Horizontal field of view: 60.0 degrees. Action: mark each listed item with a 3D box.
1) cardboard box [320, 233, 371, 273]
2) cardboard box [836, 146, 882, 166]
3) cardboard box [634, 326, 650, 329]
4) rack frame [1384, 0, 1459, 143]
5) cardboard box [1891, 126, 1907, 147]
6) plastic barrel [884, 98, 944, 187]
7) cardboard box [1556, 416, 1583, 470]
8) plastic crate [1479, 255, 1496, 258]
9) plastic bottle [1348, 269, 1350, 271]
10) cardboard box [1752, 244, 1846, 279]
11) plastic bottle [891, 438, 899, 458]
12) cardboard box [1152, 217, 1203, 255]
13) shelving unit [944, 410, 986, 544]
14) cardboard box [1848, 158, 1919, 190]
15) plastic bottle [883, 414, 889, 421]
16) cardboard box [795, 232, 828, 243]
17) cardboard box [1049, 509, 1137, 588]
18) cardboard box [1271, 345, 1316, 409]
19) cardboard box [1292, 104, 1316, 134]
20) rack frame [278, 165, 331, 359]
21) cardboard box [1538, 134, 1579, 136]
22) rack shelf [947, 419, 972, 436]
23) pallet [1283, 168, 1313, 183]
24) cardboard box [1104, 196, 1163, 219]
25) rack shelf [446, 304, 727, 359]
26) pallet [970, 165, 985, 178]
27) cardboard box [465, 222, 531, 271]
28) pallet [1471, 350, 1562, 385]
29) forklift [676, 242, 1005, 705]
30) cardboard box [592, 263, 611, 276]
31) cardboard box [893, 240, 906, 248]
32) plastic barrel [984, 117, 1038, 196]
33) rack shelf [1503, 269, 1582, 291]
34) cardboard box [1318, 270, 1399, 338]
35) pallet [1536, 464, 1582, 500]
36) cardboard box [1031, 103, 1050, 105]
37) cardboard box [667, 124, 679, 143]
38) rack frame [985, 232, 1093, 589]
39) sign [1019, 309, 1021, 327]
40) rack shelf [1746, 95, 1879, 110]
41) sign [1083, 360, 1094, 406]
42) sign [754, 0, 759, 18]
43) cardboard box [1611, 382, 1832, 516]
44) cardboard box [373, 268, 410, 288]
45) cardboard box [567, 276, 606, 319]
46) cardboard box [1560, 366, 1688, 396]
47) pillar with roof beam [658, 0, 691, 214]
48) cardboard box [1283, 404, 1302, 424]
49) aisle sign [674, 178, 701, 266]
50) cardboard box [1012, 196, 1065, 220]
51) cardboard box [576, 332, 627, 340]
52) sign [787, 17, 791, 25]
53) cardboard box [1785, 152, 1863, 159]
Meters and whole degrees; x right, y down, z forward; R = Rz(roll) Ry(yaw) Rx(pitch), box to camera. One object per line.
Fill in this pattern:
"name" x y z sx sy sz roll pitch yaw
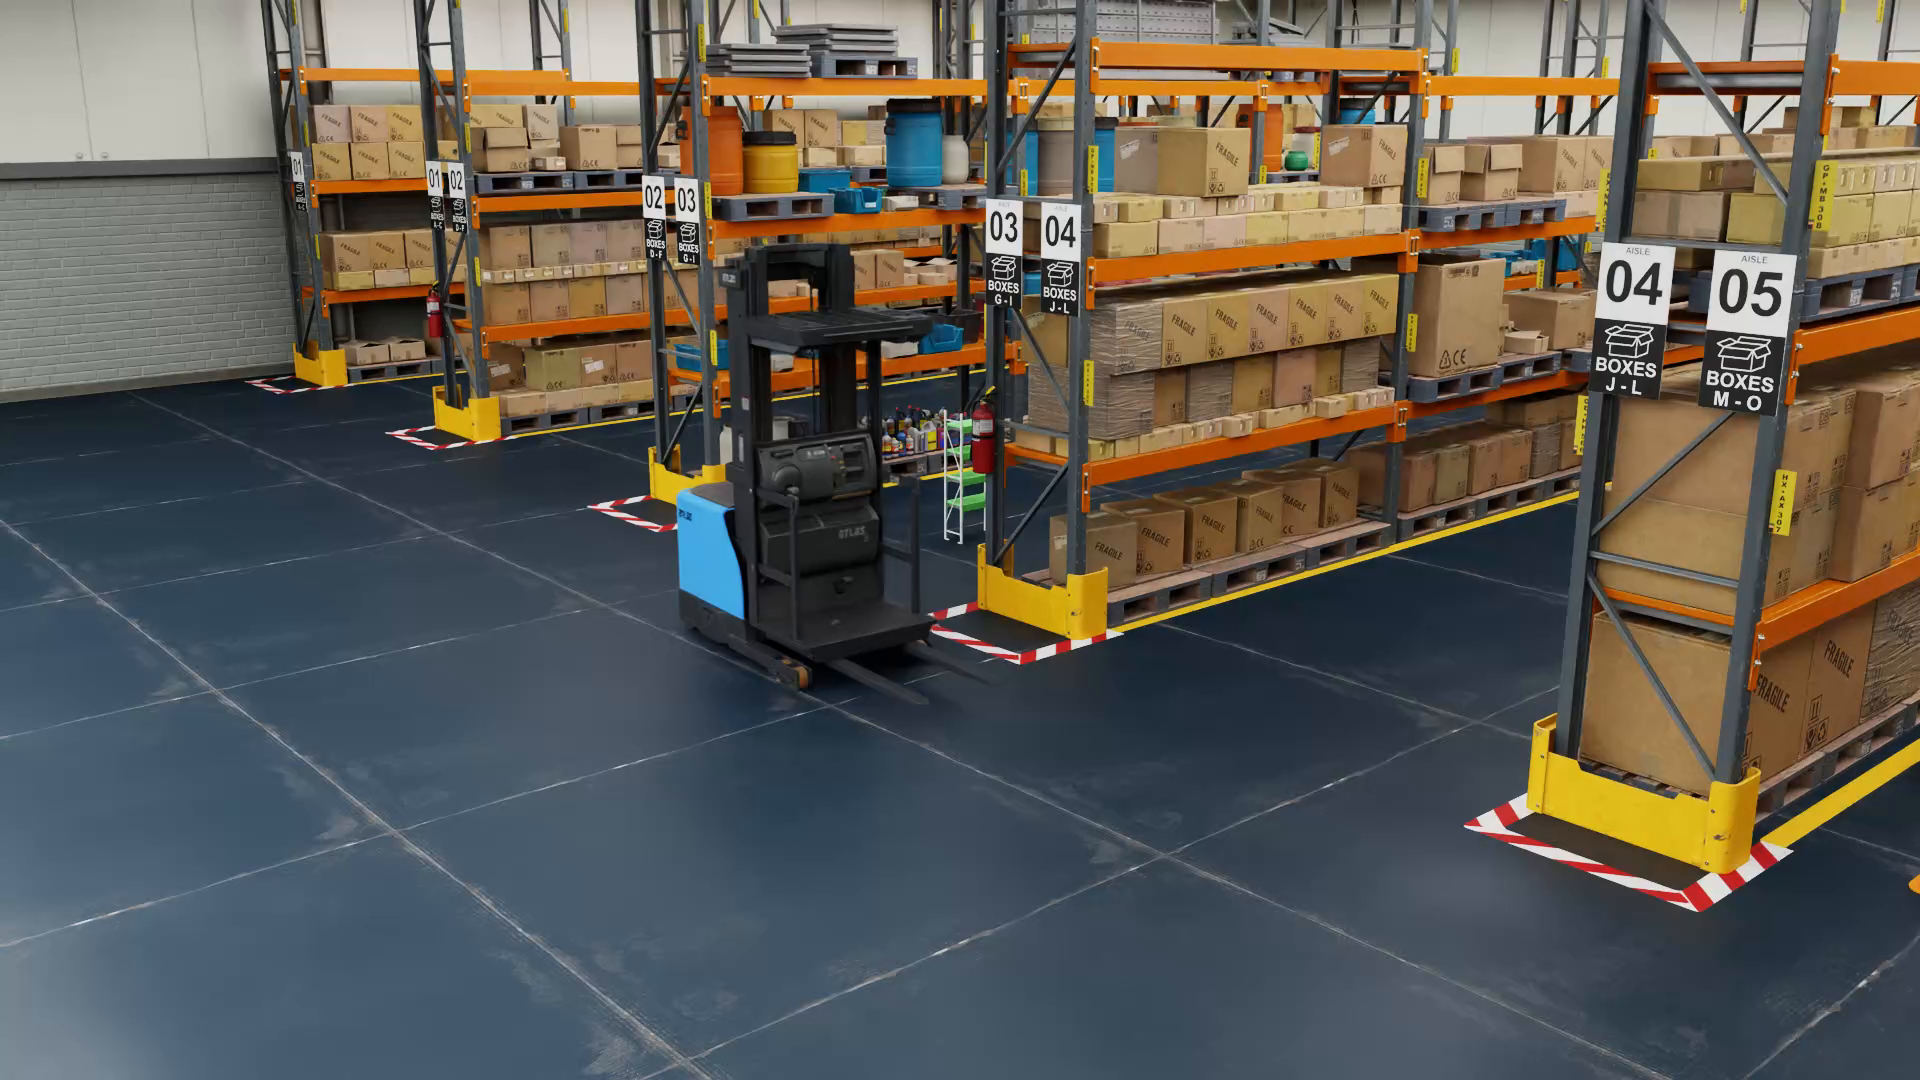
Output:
"cardboard box" -8.628 -4.037 23.350 0.500 0.500 0.500 -13 19 -39
"cardboard box" -1.430 -5.321 23.022 0.500 0.250 0.500 14 20 42
"cardboard box" -5.266 -3.623 26.993 0.500 0.500 0.700 -13 20 -40
"rack frame" 6.371 -6.718 22.962 0.127 3.000 1.000 -13 19 -39
"cardboard box" 11.779 -5.111 21.559 0.500 0.500 0.700 -14 20 -41
"plastic barrel" -0.485 -4.211 17.604 0.708 0.901 0.600 -13 19 -39
"cardboard box" 6.112 -1.065 17.416 0.500 0.500 0.700 -14 20 -42
"plastic crate" 7.993 -4.244 25.536 0.300 0.233 0.416 -13 19 -39
"plastic bottle" 5.496 -3.693 23.505 0.135 0.276 0.152 -13 19 -39
"cardboard box" 4.219 -1.414 8.399 0.250 0.149 0.380 -12 19 -39
"plastic bottle" -0.701 -0.986 17.697 0.097 0.201 0.097 0 15 0
"cardboard box" 1.488 -2.319 12.597 0.500 0.250 0.500 -13 20 -41
"shelving unit" 0.125 -0.608 15.200 0.503 1.200 0.258 -13 19 -39
"cardboard box" 4.978 -1.971 8.937 0.250 0.149 0.380 -13 20 -40
"plastic bottle" -0.840 -1.257 18.553 0.133 0.283 0.061 -12 19 -37
"cardboard box" -2.615 -5.305 28.488 0.500 0.500 0.500 -12 19 -38
"cardboard box" 1.052 0.080 13.169 0.500 0.500 0.500 -9 17 -29
"cardboard box" 2.496 -1.446 14.080 0.500 0.500 0.875 -13 19 -39
"cardboard box" 5.763 -7.352 29.019 0.500 0.500 0.700 -13 19 -39
"rack frame" -9.185 -3.715 23.347 0.127 3.000 1.000 -13 19 -39
"cardboard box" 6.081 -3.887 17.015 0.500 0.500 0.500 -12 19 -39
"rack shelf" 0.125 -1.010 15.093 0.480 0.148 0.258 -13 19 -39
"pallet" 4.990 -4.833 22.084 1.213 0.211 1.003 -13 19 -39
"cardboard box" 1.298 -2.485 12.447 0.250 0.149 0.380 -13 20 -40
"rack shelf" -4.422 -2.743 21.100 4.000 0.370 1.077 -13 19 -39
"pallet" -0.349 -5.332 23.954 1.003 0.211 1.213 -12 19 -37
"cardboard box" -5.530 -3.512 19.879 0.500 0.500 0.700 -13 19 -39
"pallet" 5.138 -1.742 16.329 1.213 0.211 1.003 -13 19 -39
"forklift" -0.873 -0.527 11.543 1.130 2.935 3.031 -11 18 -35
"cardboard box" -4.523 -3.356 20.552 0.250 0.149 0.380 -13 20 -40
"cardboard box" -1.189 -5.317 29.793 0.250 0.149 0.380 -13 20 -41
"plastic barrel" 0.577 -4.284 18.692 0.708 0.901 0.600 -13 19 -39
"rack shelf" 7.880 -3.811 25.098 4.000 0.370 1.077 -13 19 -39
"cardboard box" 3.428 -2.045 14.387 0.500 0.500 0.500 -13 19 -39
"pallet" 6.014 -0.698 17.455 1.213 0.211 1.003 -13 19 -39
"cardboard box" 1.342 -7.978 31.321 0.500 0.500 0.500 -12 19 -39
"cardboard box" -3.466 -5.163 21.676 0.500 0.500 0.500 -11 18 -35
"rack frame" 0.570 -0.822 12.516 0.127 3.000 1.000 -13 19 -39
"sign" 0.689 -2.489 18.219 0.005 0.325 0.100 -13 19 -39
"rack shelf" 11.131 -5.552 20.765 4.000 0.370 1.077 -13 19 -39
"sign" 0.926 -1.135 12.009 0.005 0.325 0.100 -13 19 -39
"sign" -2.567 -6.743 20.940 0.005 0.325 0.100 -13 19 -39
"cardboard box" 4.055 -0.489 8.886 0.550 0.550 0.875 -13 19 -39
"cardboard box" -8.226 -3.764 23.781 0.500 0.250 0.500 -13 20 -41
"cardboard box" -4.798 -3.049 20.660 0.500 0.500 0.700 -12 19 -39
"cardboard box" 7.139 -1.467 18.233 0.875 0.875 1.225 -14 20 -42
"pillar with roof beam" -1.872 -7.079 24.315 0.400 9.000 9.100 -13 19 -39
"cardboard box" 2.642 -1.083 13.978 0.250 0.149 0.380 -13 19 -39
"aisle sign" -2.544 -2.973 15.532 0.004 0.787 0.394 -13 19 -39
"cardboard box" 0.574 -2.500 12.501 0.250 0.149 0.380 -13 19 -39
"cardboard box" -4.598 -2.394 21.461 0.500 0.500 0.500 -13 19 -39
"sign" -2.786 -8.355 27.126 0.005 0.325 0.100 -13 19 -39
"cardboard box" 5.122 -2.228 9.901 0.250 0.149 0.380 -13 20 -40
